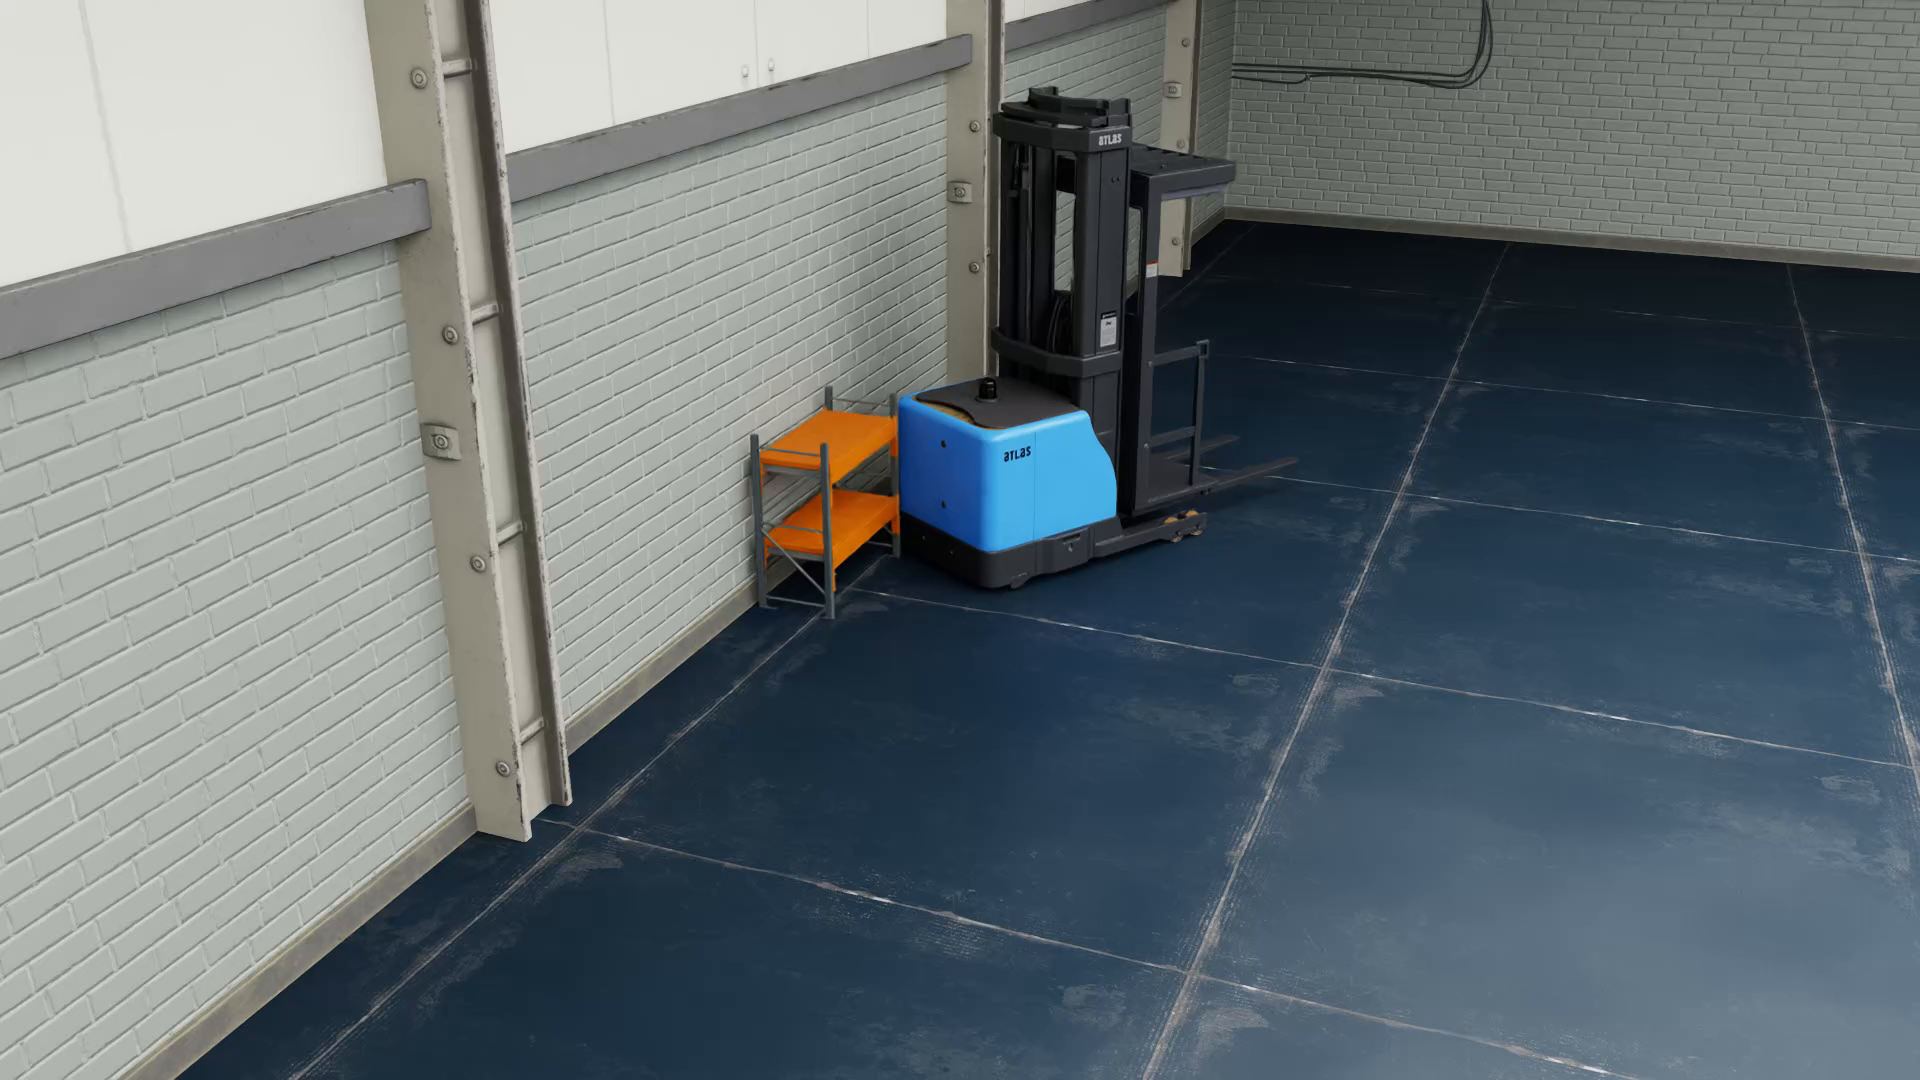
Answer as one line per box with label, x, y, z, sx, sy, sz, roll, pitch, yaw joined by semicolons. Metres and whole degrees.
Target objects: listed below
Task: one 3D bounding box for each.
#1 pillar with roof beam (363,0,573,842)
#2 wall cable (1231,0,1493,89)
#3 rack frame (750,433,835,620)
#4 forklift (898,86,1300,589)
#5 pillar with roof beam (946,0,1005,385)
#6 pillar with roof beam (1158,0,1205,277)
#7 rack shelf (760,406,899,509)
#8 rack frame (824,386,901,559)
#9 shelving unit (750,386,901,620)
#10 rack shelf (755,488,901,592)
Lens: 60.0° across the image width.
pillar with roof beam;1.879;-2.204;4.852;9.100;9.000;0.400;9;24;20
wall cable;4.661;-6.547;19.277;3.097;2.526;0.112;9;24;20
rack frame;-1.001;-0.072;9.960;0.500;1.125;0.032;8;24;20
forklift;1.065;-1.483;10.998;3.031;2.935;1.130;-16;28;-34
pillar with roof beam;4.108;-4.351;9.992;9.100;9.000;0.400;9;24;20
pillar with roof beam;6.336;-6.499;15.132;9.100;9.000;0.400;9;24;20
rack shelf;-0.817;-0.524;10.284;0.538;0.278;1.000;8;24;20
rack frame;-0.632;-0.437;10.834;0.500;1.125;0.032;8;24;20
shelving unit;-0.816;-0.254;10.397;0.538;1.125;1.048;8;24;20
rack shelf;-0.816;-0.028;10.491;0.538;0.278;1.000;8;24;20
